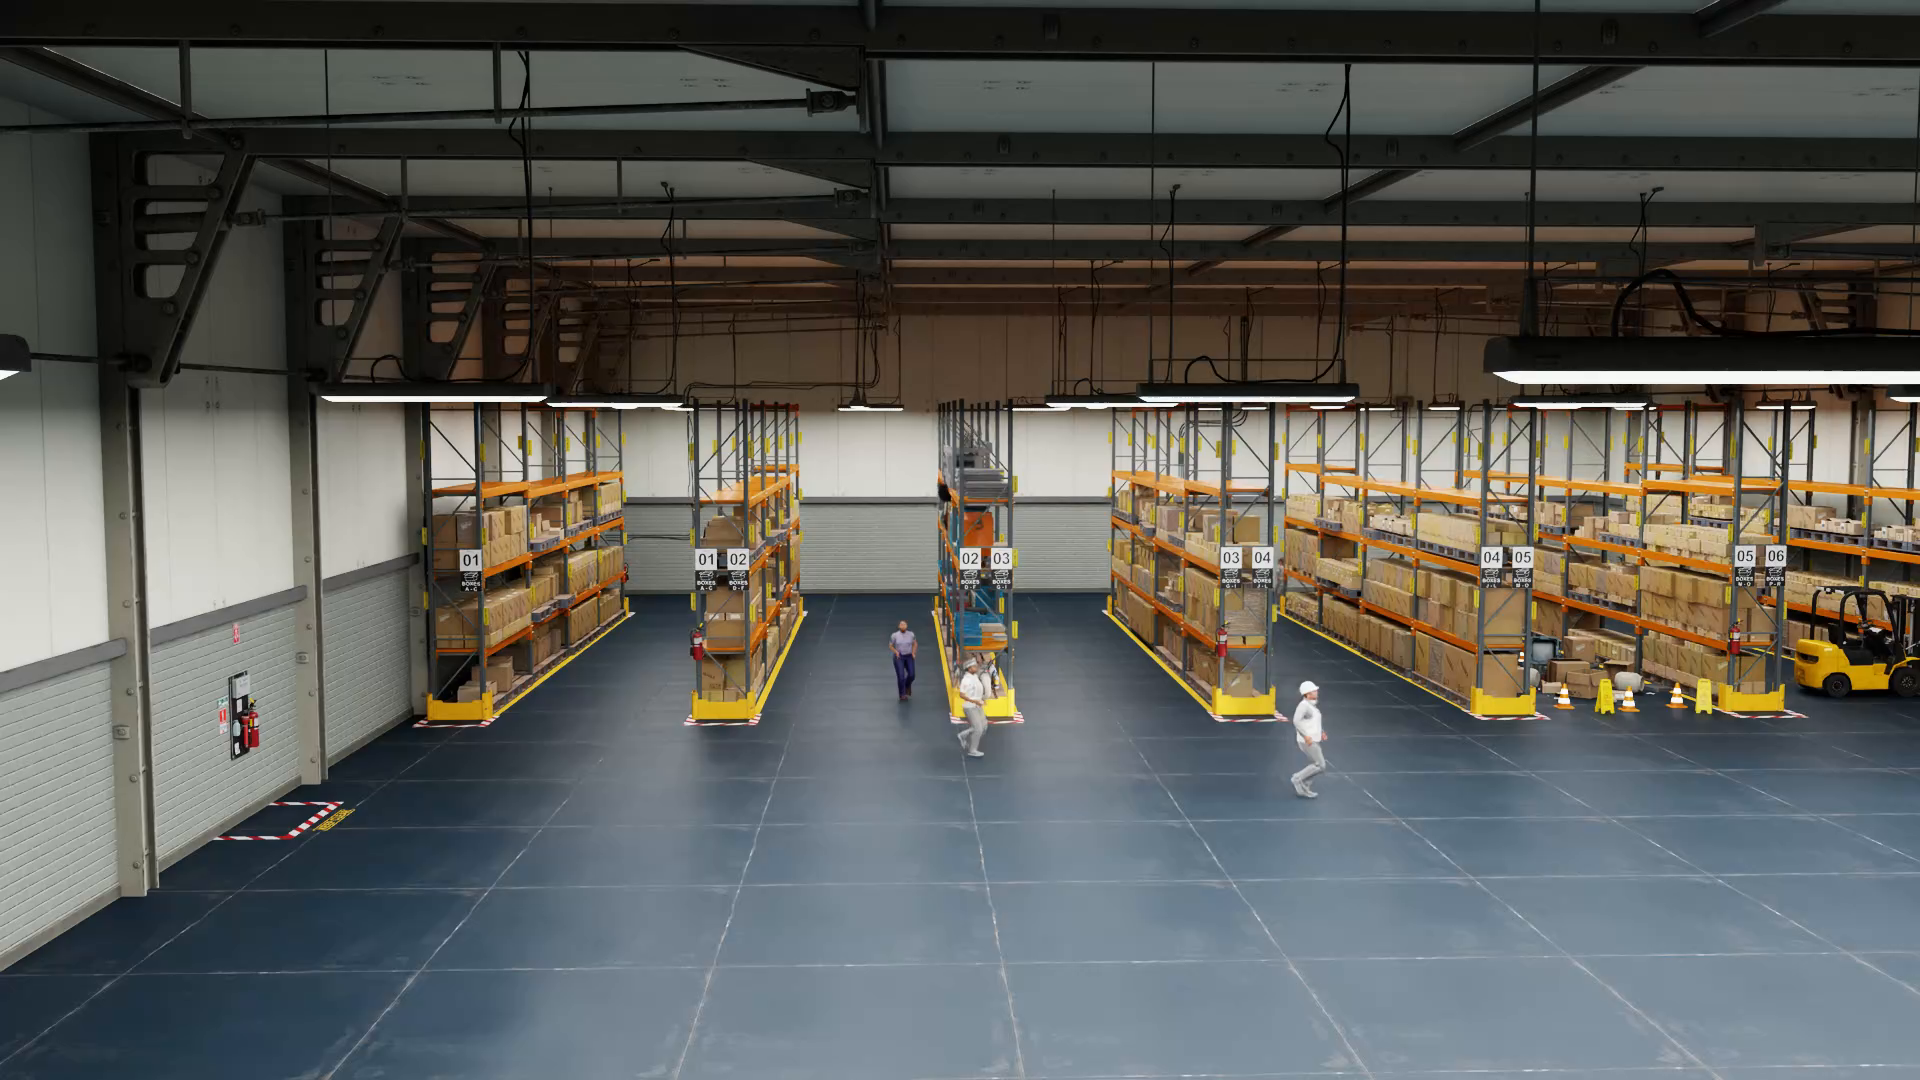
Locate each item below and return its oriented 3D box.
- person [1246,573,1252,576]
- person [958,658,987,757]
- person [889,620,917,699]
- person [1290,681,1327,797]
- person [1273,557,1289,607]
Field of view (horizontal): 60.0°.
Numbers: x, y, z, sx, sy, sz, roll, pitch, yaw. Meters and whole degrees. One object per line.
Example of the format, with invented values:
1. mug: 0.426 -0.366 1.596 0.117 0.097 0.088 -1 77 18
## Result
1. person: 8.053 1.249 47.654 0.749 1.727 0.614 2 5 27
2. person: 0.193 2.787 27.810 0.584 1.645 0.573 2 5 26
3. person: -1.117 2.394 33.260 0.581 1.602 0.536 -1 4 -12
4. person: 5.209 2.975 24.781 0.515 1.735 0.666 2 5 22
5. person: 9.523 1.267 48.937 0.620 1.540 0.573 -1 4 -9
